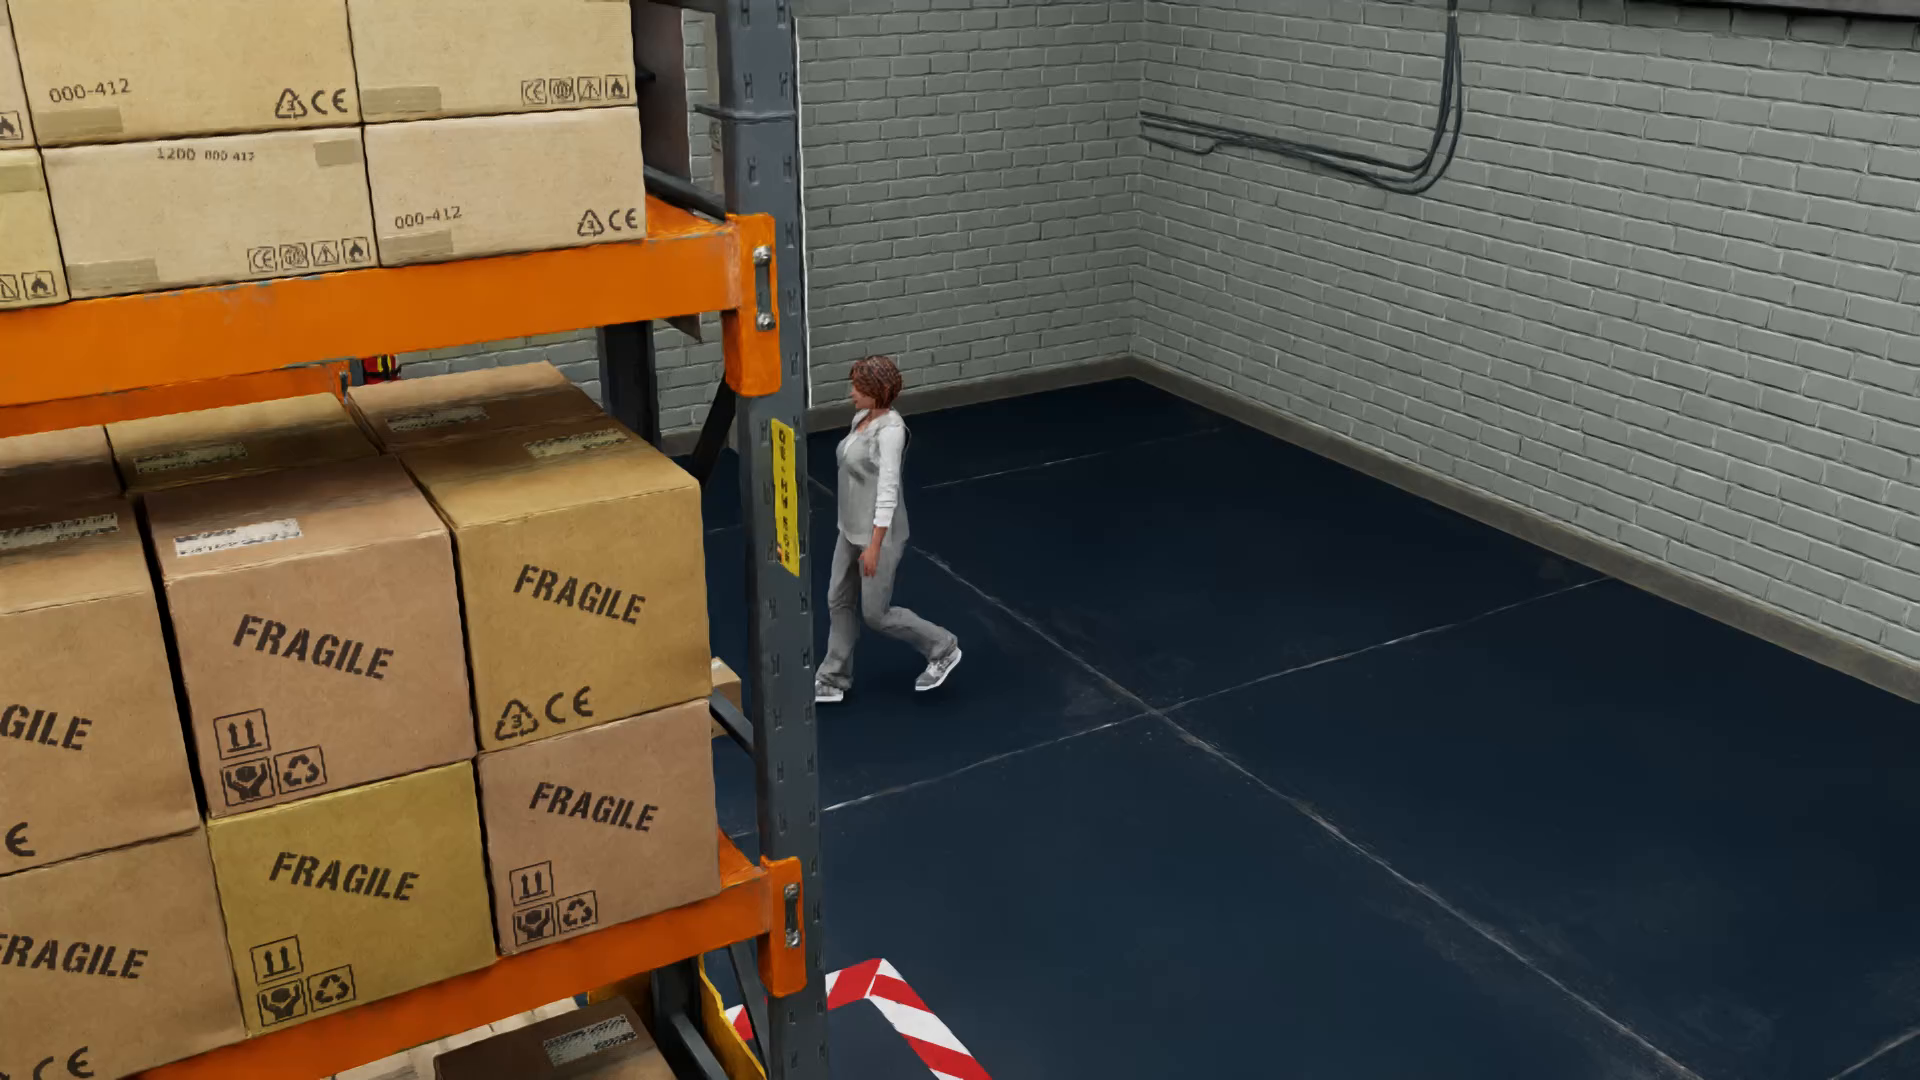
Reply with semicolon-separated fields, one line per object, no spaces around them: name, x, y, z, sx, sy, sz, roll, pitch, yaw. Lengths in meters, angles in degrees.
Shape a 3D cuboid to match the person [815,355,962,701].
person;-0.385;-0.027;7.155;0.772;1.570;0.425;-10;24;-22
